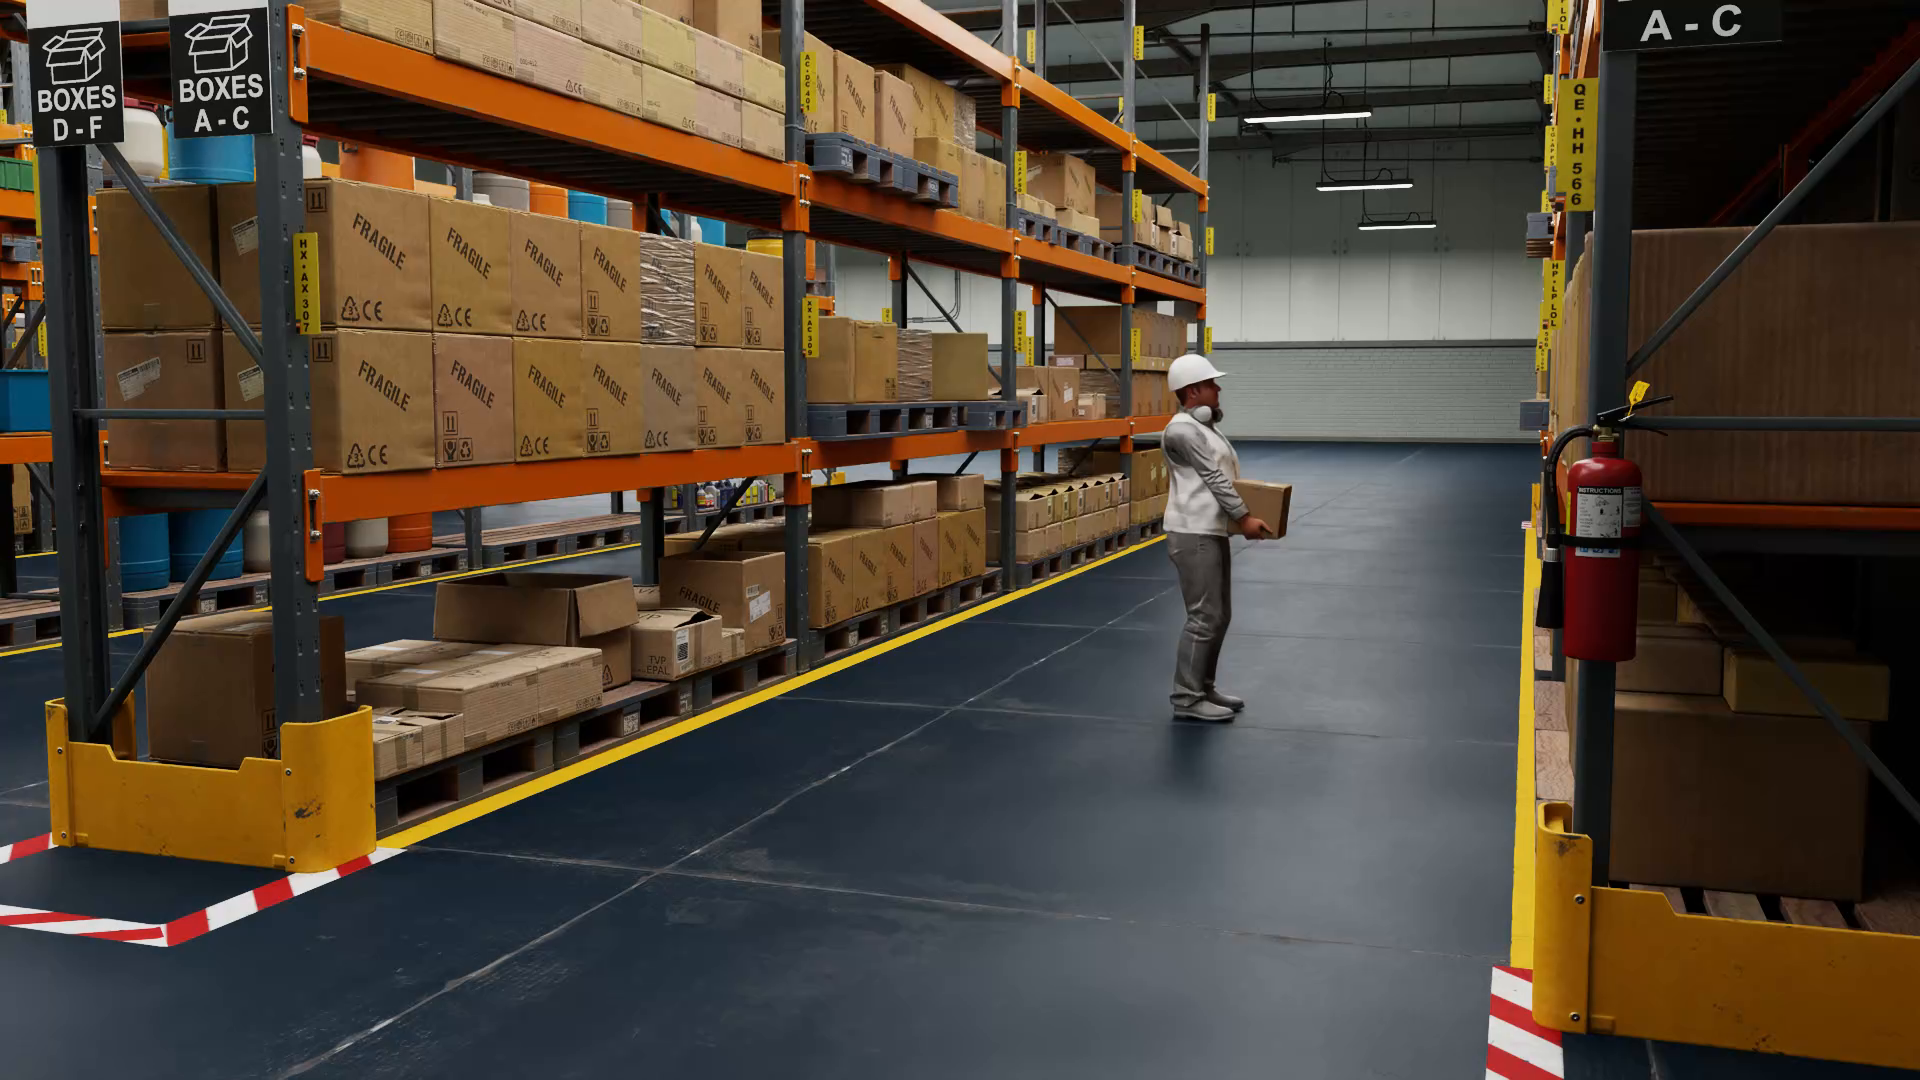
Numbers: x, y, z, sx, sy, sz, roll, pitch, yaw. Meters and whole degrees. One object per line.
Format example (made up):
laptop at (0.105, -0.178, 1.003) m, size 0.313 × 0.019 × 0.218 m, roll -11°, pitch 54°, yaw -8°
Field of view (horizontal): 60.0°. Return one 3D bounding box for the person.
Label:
person at (1.275, -0.021, 8.122) m, size 0.550 × 1.762 × 0.494 m, roll 2°, pitch 5°, yaw 20°
